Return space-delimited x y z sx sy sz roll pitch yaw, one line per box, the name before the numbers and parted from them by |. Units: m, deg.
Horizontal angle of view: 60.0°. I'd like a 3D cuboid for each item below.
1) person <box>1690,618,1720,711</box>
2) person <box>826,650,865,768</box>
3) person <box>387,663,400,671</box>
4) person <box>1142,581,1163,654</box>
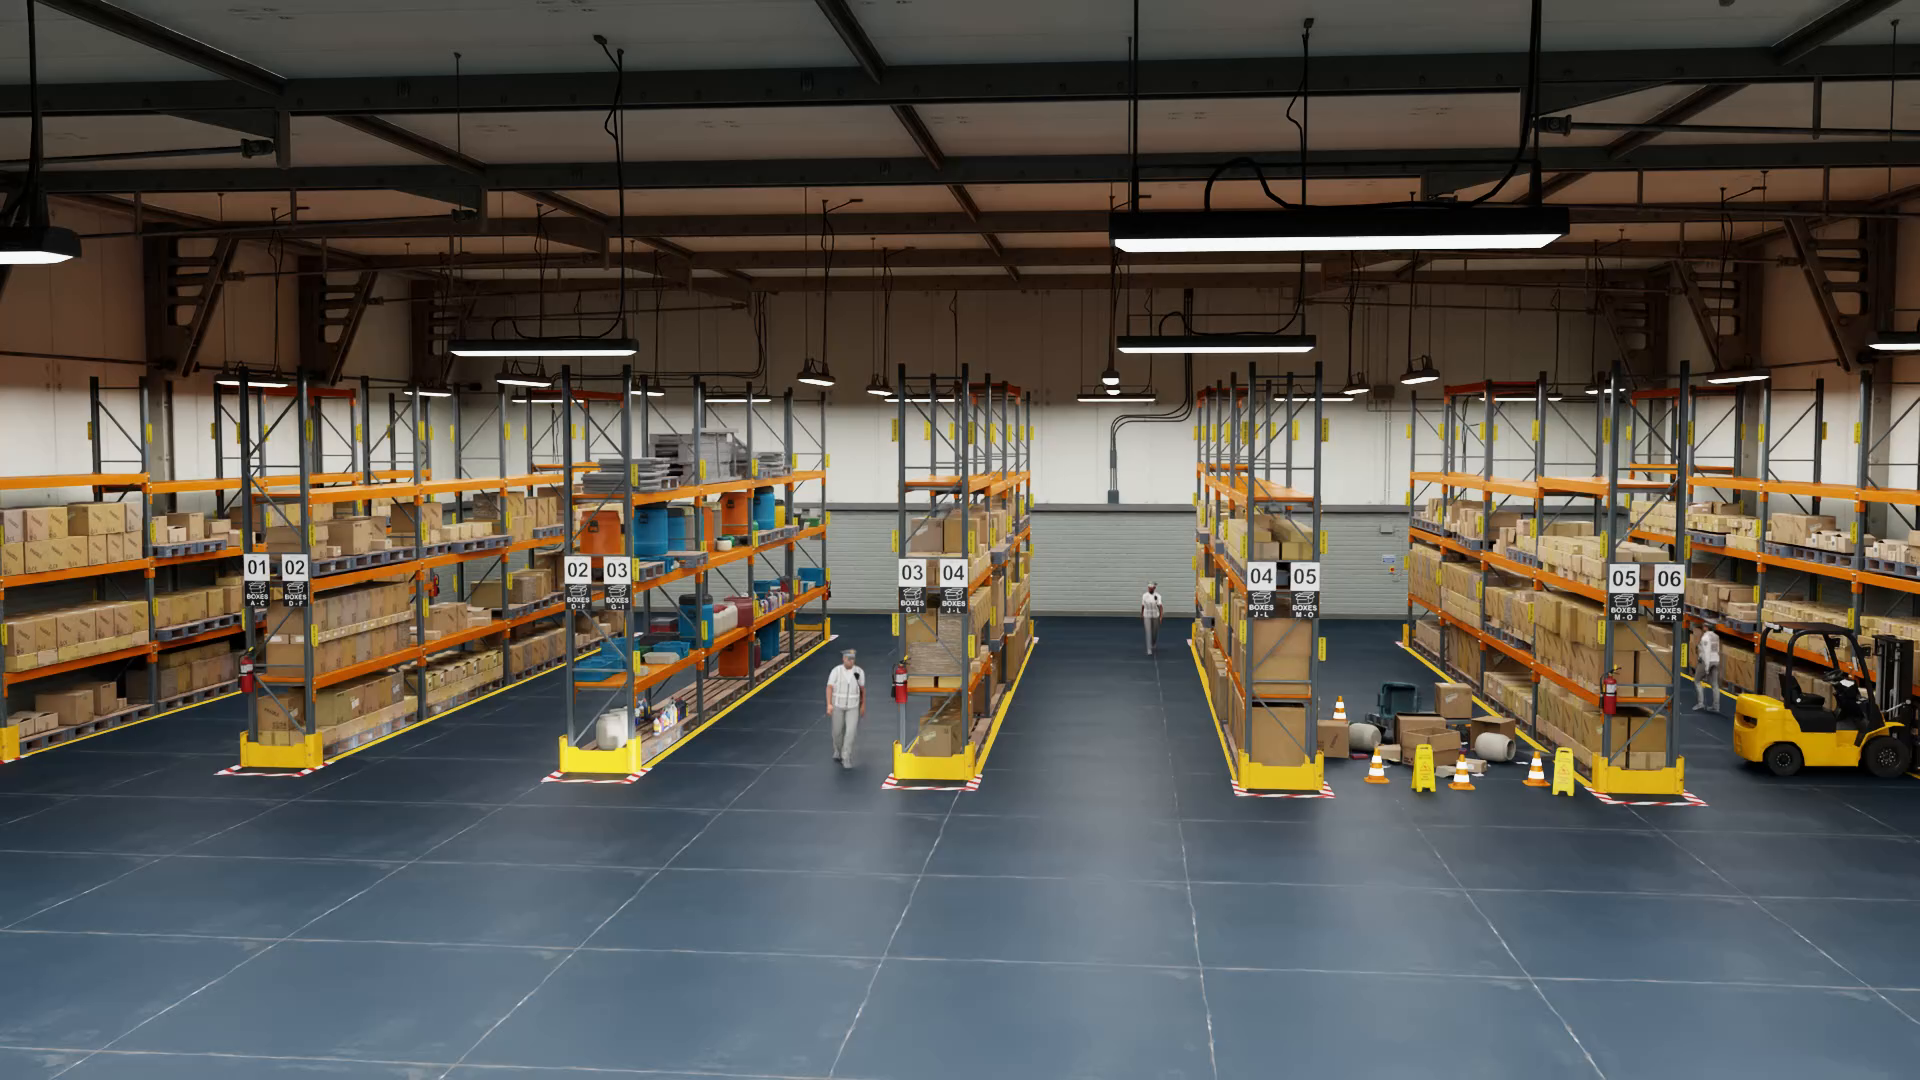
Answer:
person | 13.496 2.264 29.874 0.474 1.708 0.526 -1 4 -11
person | -1.726 2.539 25.204 0.623 1.777 0.761 -1 4 -12
person | -11.163 2.034 32.726 0.569 1.718 0.461 0 4 -1
person | 4.373 1.742 37.824 0.465 1.628 1.033 0 4 3
